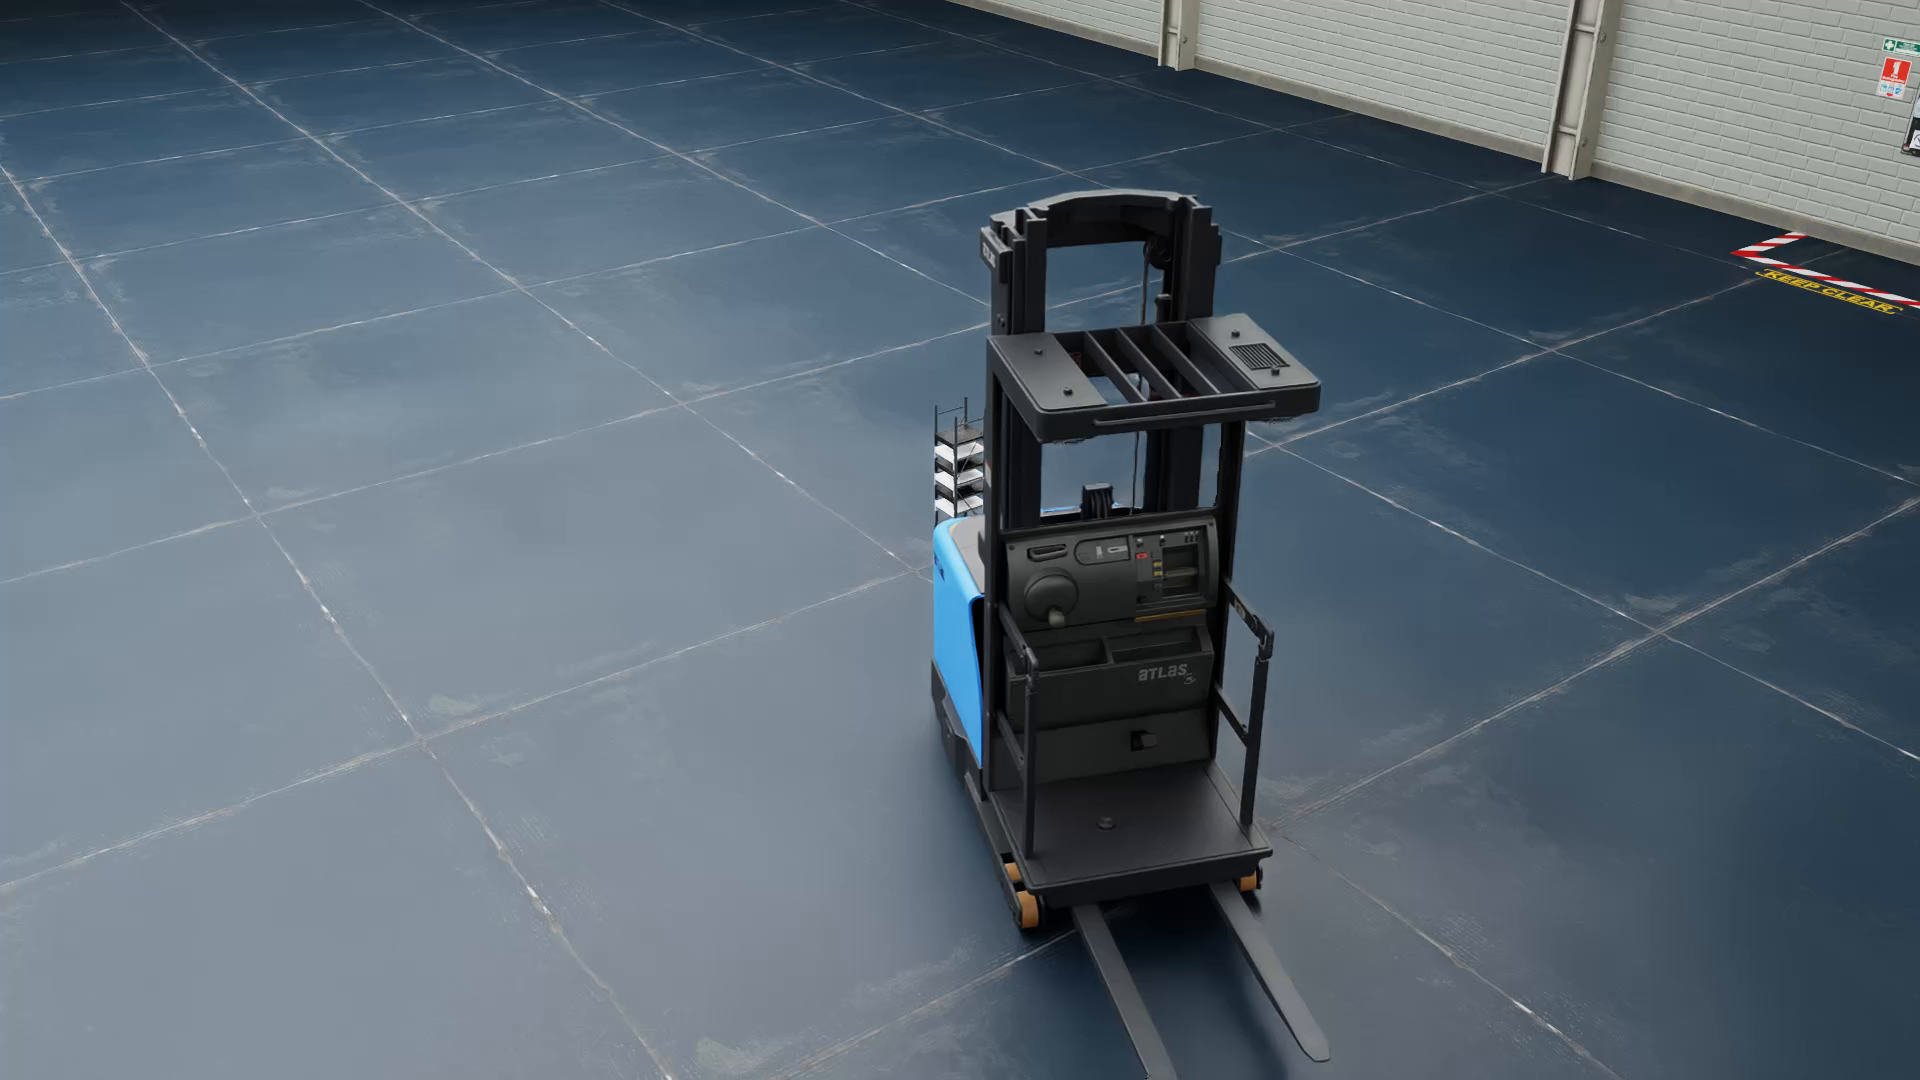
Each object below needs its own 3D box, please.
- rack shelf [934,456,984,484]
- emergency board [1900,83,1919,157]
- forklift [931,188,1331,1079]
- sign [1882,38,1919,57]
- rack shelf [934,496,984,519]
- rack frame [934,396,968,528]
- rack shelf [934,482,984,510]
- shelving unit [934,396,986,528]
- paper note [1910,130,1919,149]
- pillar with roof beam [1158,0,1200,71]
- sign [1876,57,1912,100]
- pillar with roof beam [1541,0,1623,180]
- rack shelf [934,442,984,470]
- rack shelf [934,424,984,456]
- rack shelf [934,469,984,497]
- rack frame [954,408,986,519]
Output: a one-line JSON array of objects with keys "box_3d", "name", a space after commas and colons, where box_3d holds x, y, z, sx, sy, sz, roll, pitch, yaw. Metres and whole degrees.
[{"box_3d": [0.005, -0.442, 10.002, 0.258, 0.077, 0.200, -19, 34, -31], "name": "rack shelf"}, {"box_3d": [8.374, -3.769, 14.046, 0.157, 1.169, 0.626, -19, 34, -31], "name": "emergency board"}, {"box_3d": [0.701, 0.184, 6.839, 1.130, 2.935, 3.031, -7, 29, -12], "name": "forklift"}, {"box_3d": [8.123, -4.248, 14.336, 0.001, 0.109, 0.331, -19, 34, -31], "name": "sign"}, {"box_3d": [0.005, -0.205, 10.131, 0.258, 0.077, 0.200, -19, 34, -31], "name": "rack shelf"}, {"box_3d": [-0.054, -0.432, 10.102, 0.240, 0.900, 0.006, -19, 34, -31], "name": "rack frame"}, {"box_3d": [0.005, -0.284, 10.088, 0.258, 0.077, 0.200, -19, 34, -31], "name": "rack shelf"}, {"box_3d": [0.005, -0.392, 10.029, 0.258, 0.900, 0.210, -19, 34, -31], "name": "shelving unit"}, {"box_3d": [8.318, -3.461, 14.403, 0.016, 0.148, 0.142, -19, 34, -31], "name": "paper note"}, {"box_3d": [-0.701, -8.899, 17.206, 9.100, 9.000, 0.400, -19, 34, -31], "name": "pillar with roof beam"}, {"box_3d": [8.127, -4.019, 14.471, 0.001, 0.329, 0.234, -19, 34, -31], "name": "sign"}, {"box_3d": [2.779, -6.566, 12.911, 9.100, 9.000, 0.400, -19, 34, -31], "name": "pillar with roof beam"}, {"box_3d": [0.005, -0.521, 9.959, 0.258, 0.077, 0.200, -19, 34, -31], "name": "rack shelf"}, {"box_3d": [0.005, -0.600, 9.916, 0.258, 0.077, 0.200, -19, 34, -31], "name": "rack shelf"}, {"box_3d": [0.005, -0.363, 10.045, 0.258, 0.077, 0.200, -19, 34, -31], "name": "rack shelf"}, {"box_3d": [0.064, -0.353, 9.957, 0.240, 0.900, 0.006, -19, 34, -31], "name": "rack frame"}]
